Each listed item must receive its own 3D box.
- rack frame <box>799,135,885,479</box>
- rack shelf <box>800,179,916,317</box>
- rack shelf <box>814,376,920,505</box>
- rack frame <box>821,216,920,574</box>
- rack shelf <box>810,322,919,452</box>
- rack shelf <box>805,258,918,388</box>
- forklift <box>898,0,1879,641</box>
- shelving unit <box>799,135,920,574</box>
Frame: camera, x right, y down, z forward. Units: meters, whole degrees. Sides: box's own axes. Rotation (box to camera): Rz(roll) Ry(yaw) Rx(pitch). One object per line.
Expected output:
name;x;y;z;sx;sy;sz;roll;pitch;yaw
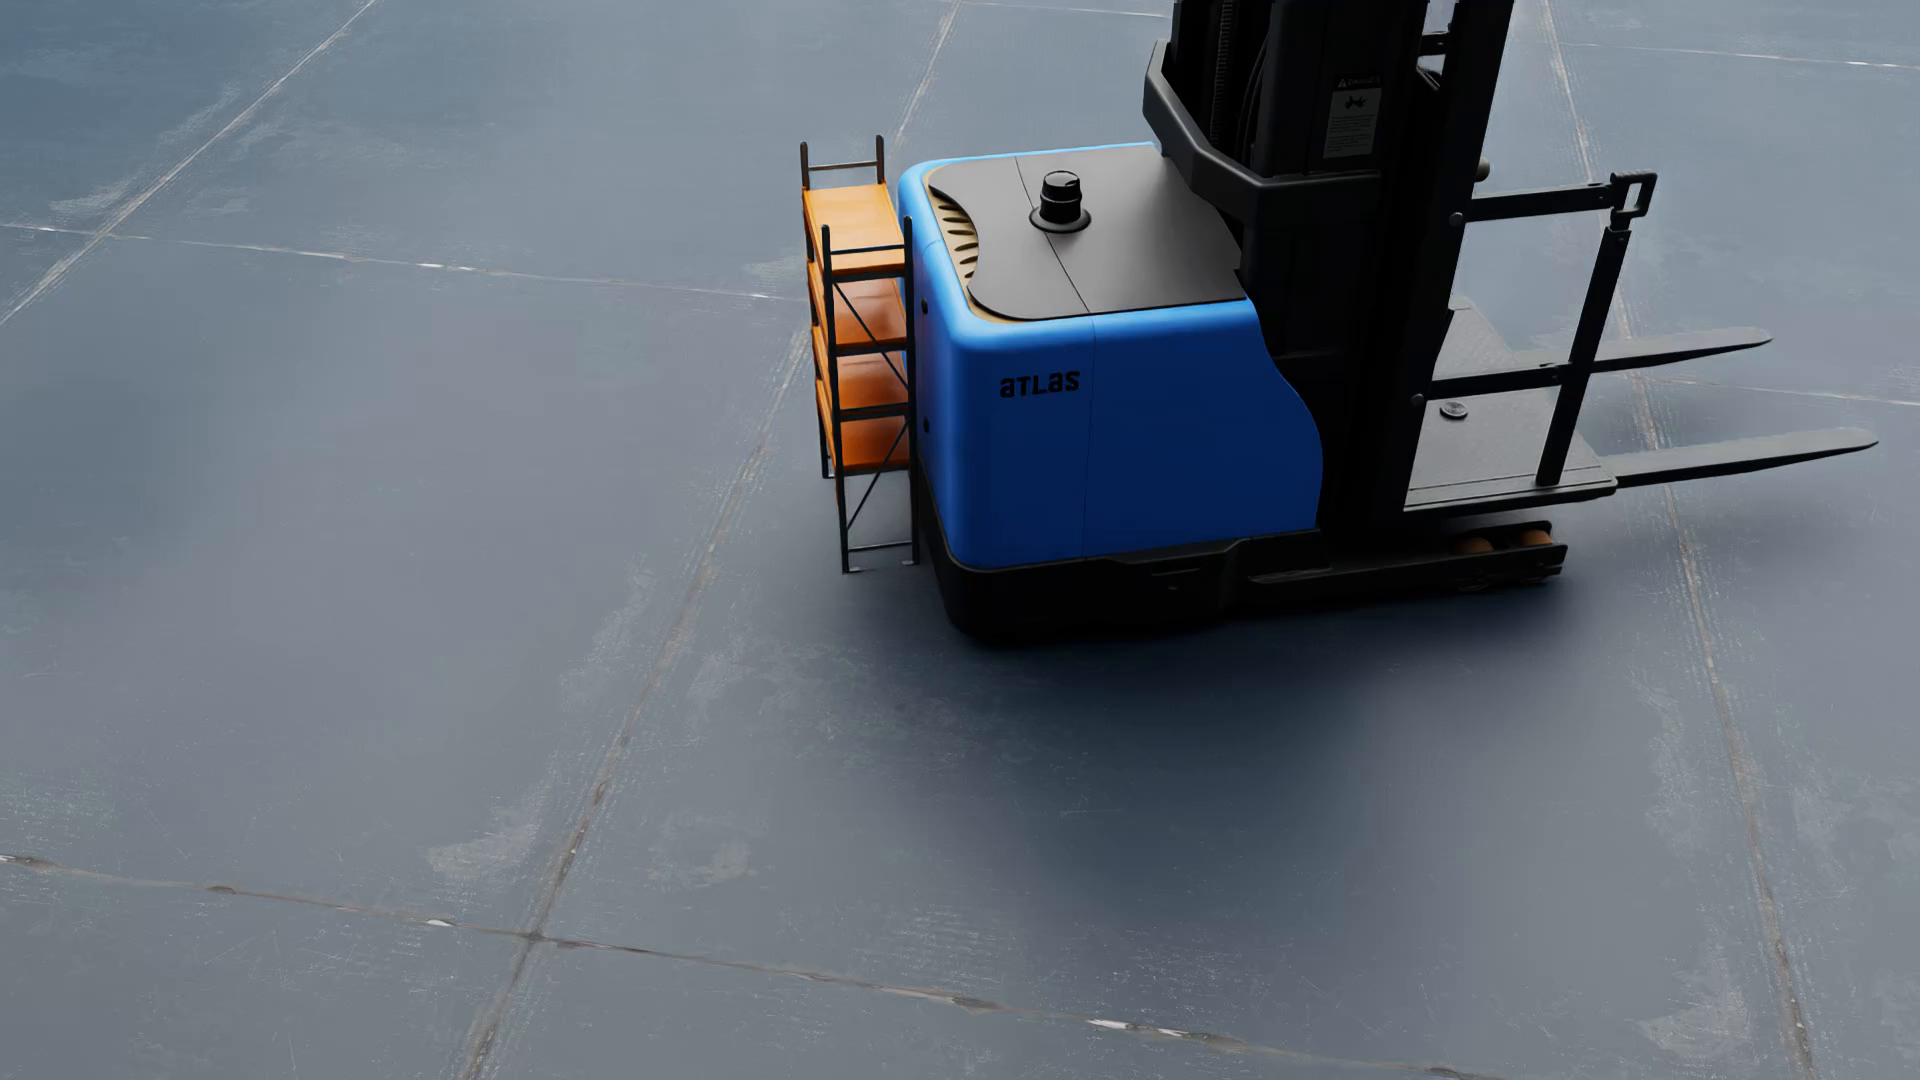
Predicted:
rack frame;-0.337;-0.682;5.133;0.240;1.200;0.015;-7;40;-8
rack shelf;-0.292;-0.832;4.698;0.258;0.148;0.480;-7;40;-8
rack shelf;-0.291;-0.325;5.118;0.258;0.148;0.480;-7;40;-8
rack frame;-0.245;-0.377;4.764;0.240;1.200;0.015;-7;40;-8
rack shelf;-0.291;-0.478;4.991;0.258;0.148;0.480;-7;40;-8
rack shelf;-0.292;-0.650;4.849;0.258;0.148;0.480;-7;40;-8
forklift;1.372;-1.298;4.519;3.031;2.935;1.130;-7;40;-8
shelving unit;-0.291;-0.529;4.948;0.258;1.200;0.503;-7;40;-8
